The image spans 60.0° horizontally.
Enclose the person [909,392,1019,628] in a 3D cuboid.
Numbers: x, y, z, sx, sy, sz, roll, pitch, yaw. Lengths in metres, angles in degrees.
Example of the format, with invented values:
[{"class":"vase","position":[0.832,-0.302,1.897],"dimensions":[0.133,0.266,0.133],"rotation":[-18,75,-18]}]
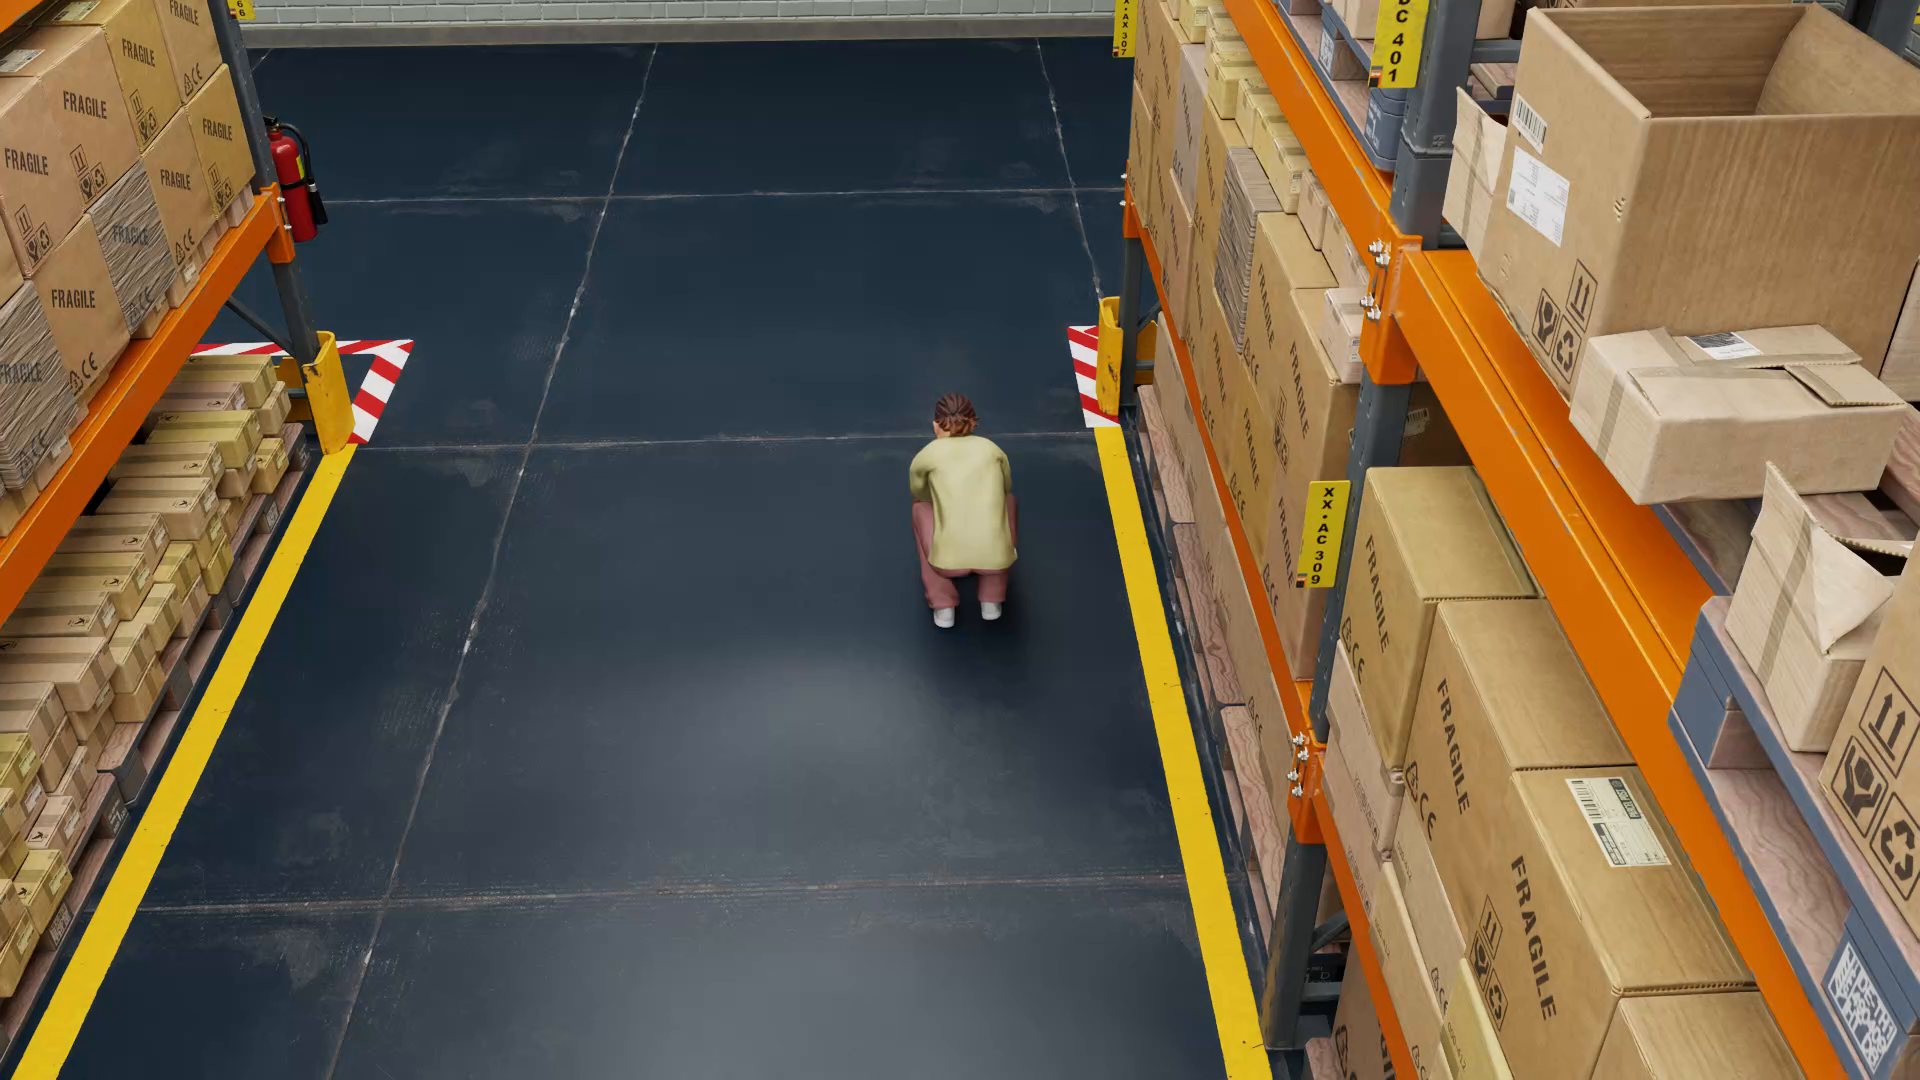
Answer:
[{"class":"person","position":[0.021,-0.110,7.057],"dimensions":[0.469,0.807,0.805],"rotation":[-1,35,-1]}]
